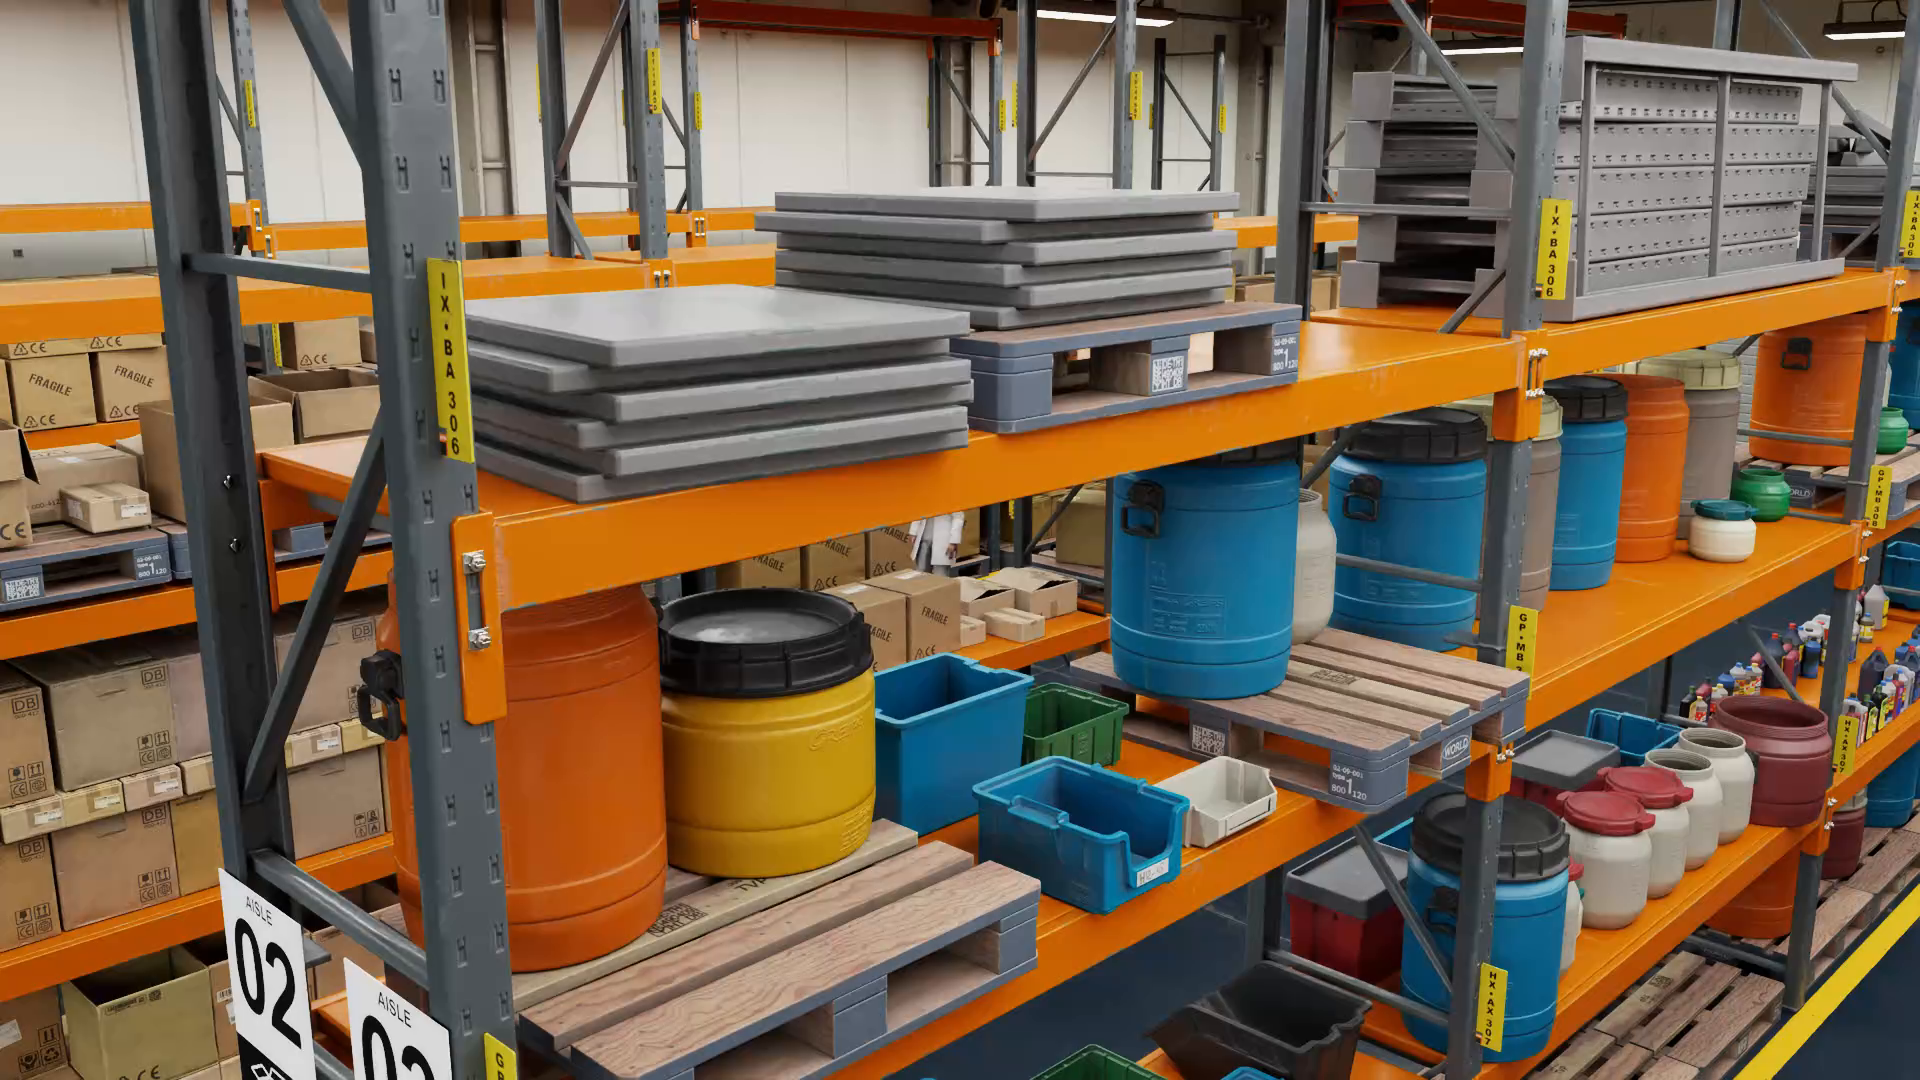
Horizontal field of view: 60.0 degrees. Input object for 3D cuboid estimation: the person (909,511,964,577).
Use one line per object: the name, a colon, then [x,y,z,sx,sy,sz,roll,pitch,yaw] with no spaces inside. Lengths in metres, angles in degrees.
person: [-0.249,0.004,16.511,0.645,1.772,0.430,11,18,39]
